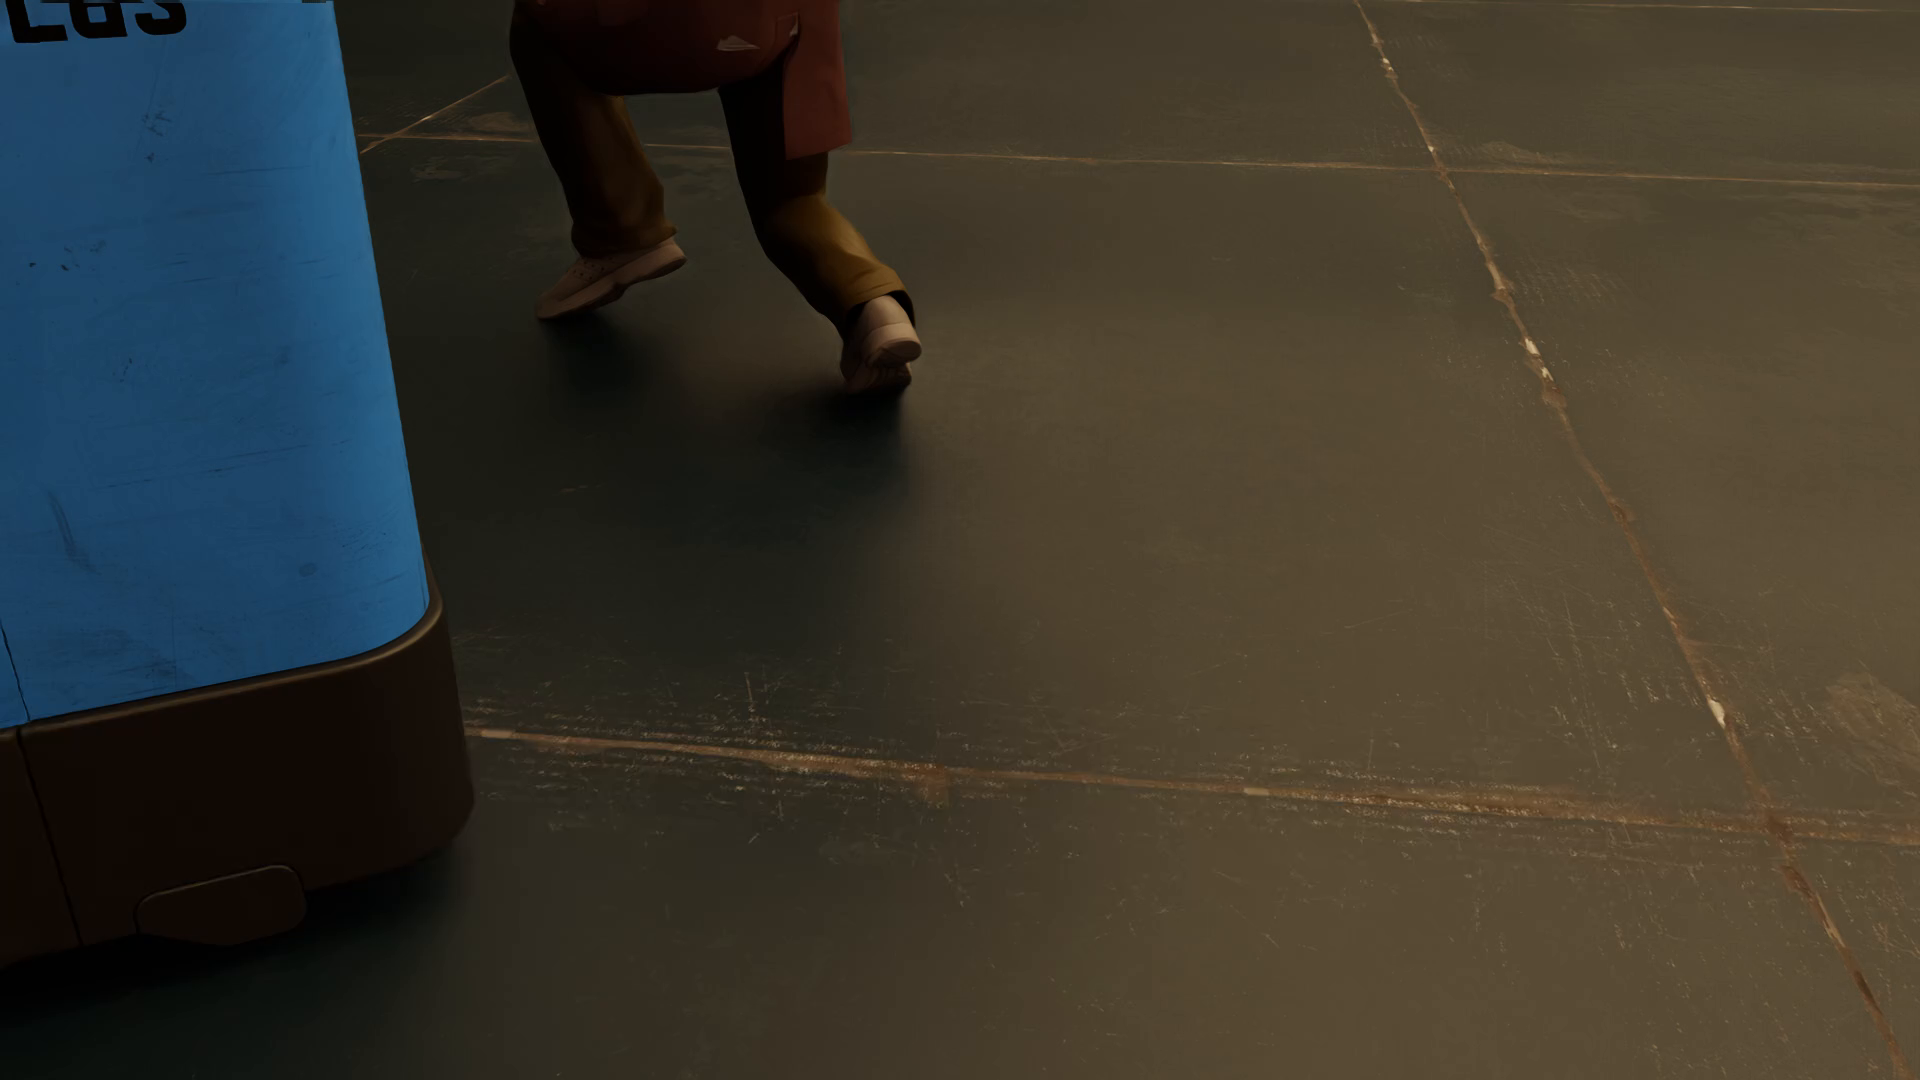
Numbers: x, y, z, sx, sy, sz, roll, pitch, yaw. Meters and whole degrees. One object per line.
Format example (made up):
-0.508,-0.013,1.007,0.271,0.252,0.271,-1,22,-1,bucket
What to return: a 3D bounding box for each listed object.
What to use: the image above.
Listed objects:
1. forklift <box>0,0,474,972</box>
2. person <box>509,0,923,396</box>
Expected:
-2.079,-0.868,0.957,3.031,2.935,1.130,-11,29,-22,forklift
-0.560,-0.914,2.699,1.030,1.477,1.044,17,31,30,person
